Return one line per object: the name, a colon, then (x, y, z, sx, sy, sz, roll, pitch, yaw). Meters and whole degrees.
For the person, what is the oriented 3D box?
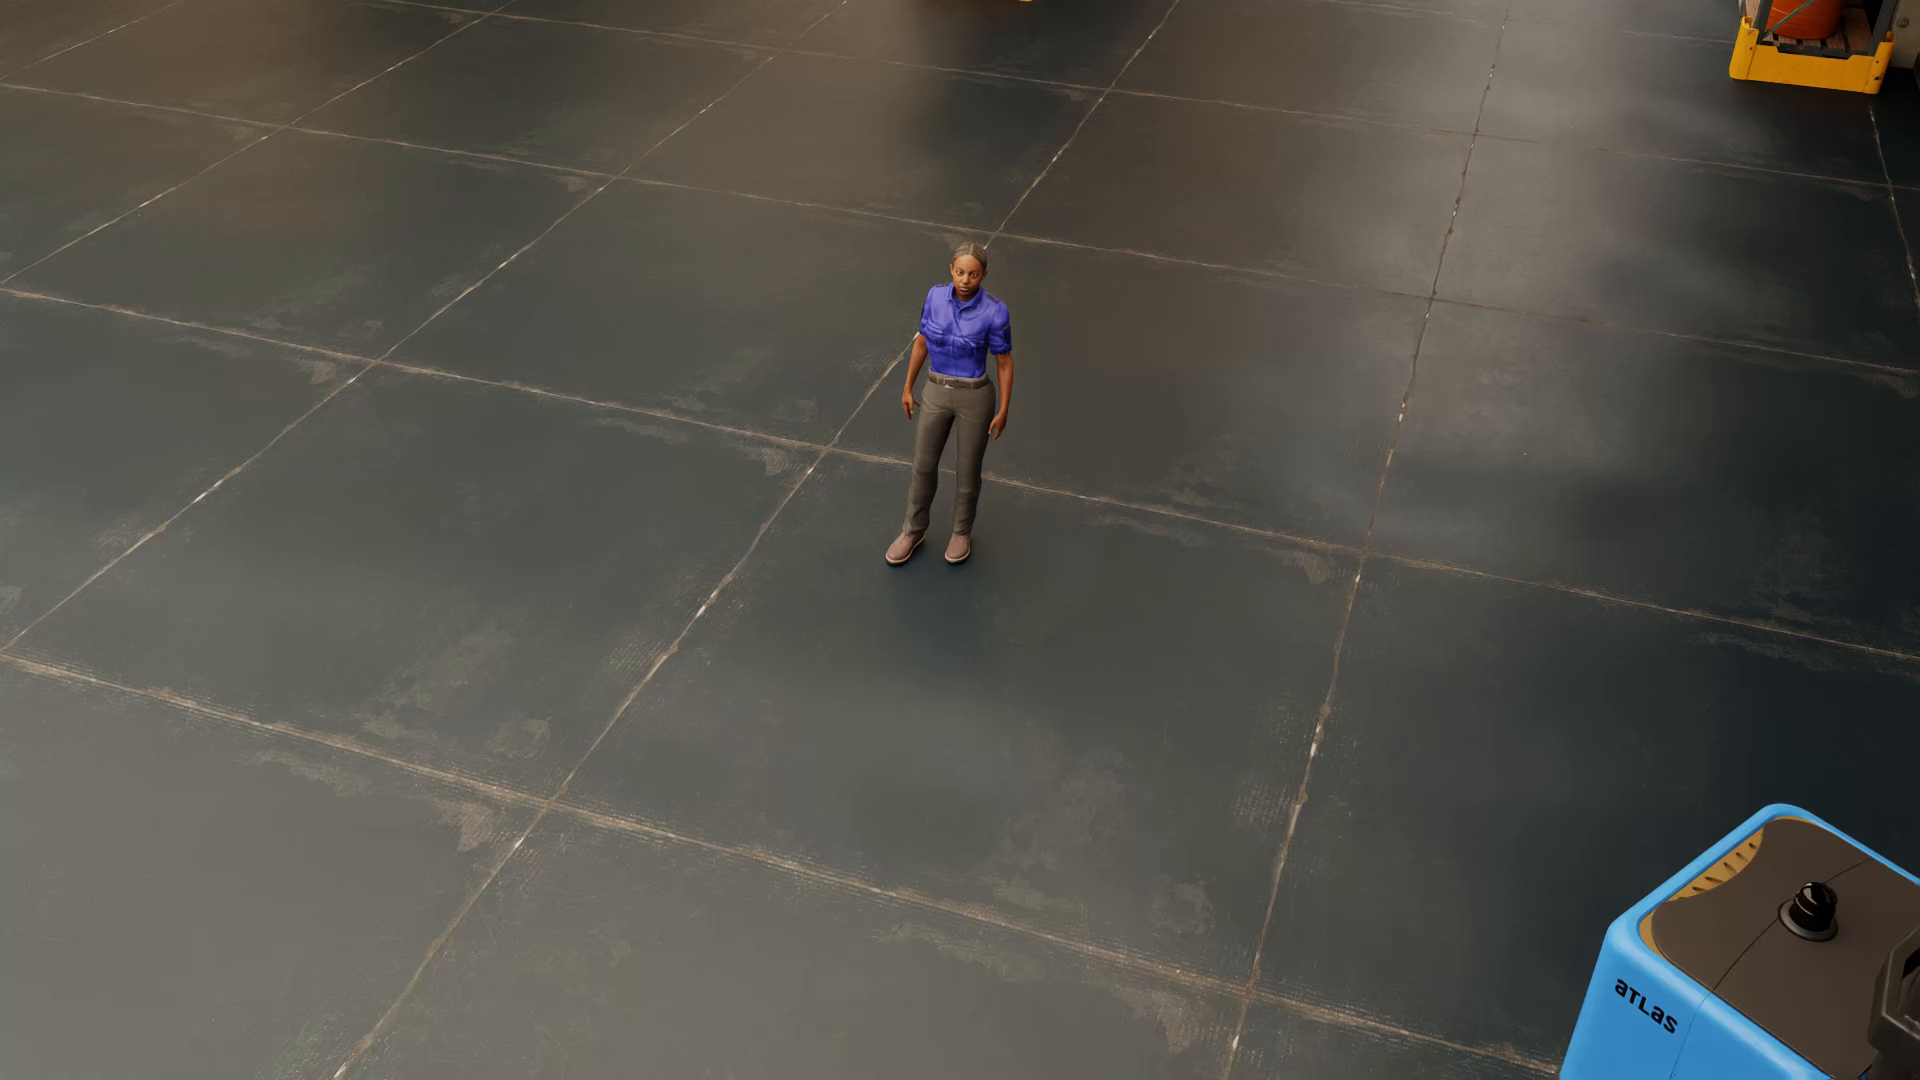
person: (-0.048, -0.637, 8.100, 0.569, 1.656, 0.503, 12, 37, 16)

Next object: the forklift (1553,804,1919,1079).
forklift: (3.266, 1.388, 4.153, 1.130, 2.935, 3.031, -23, 42, -29)
